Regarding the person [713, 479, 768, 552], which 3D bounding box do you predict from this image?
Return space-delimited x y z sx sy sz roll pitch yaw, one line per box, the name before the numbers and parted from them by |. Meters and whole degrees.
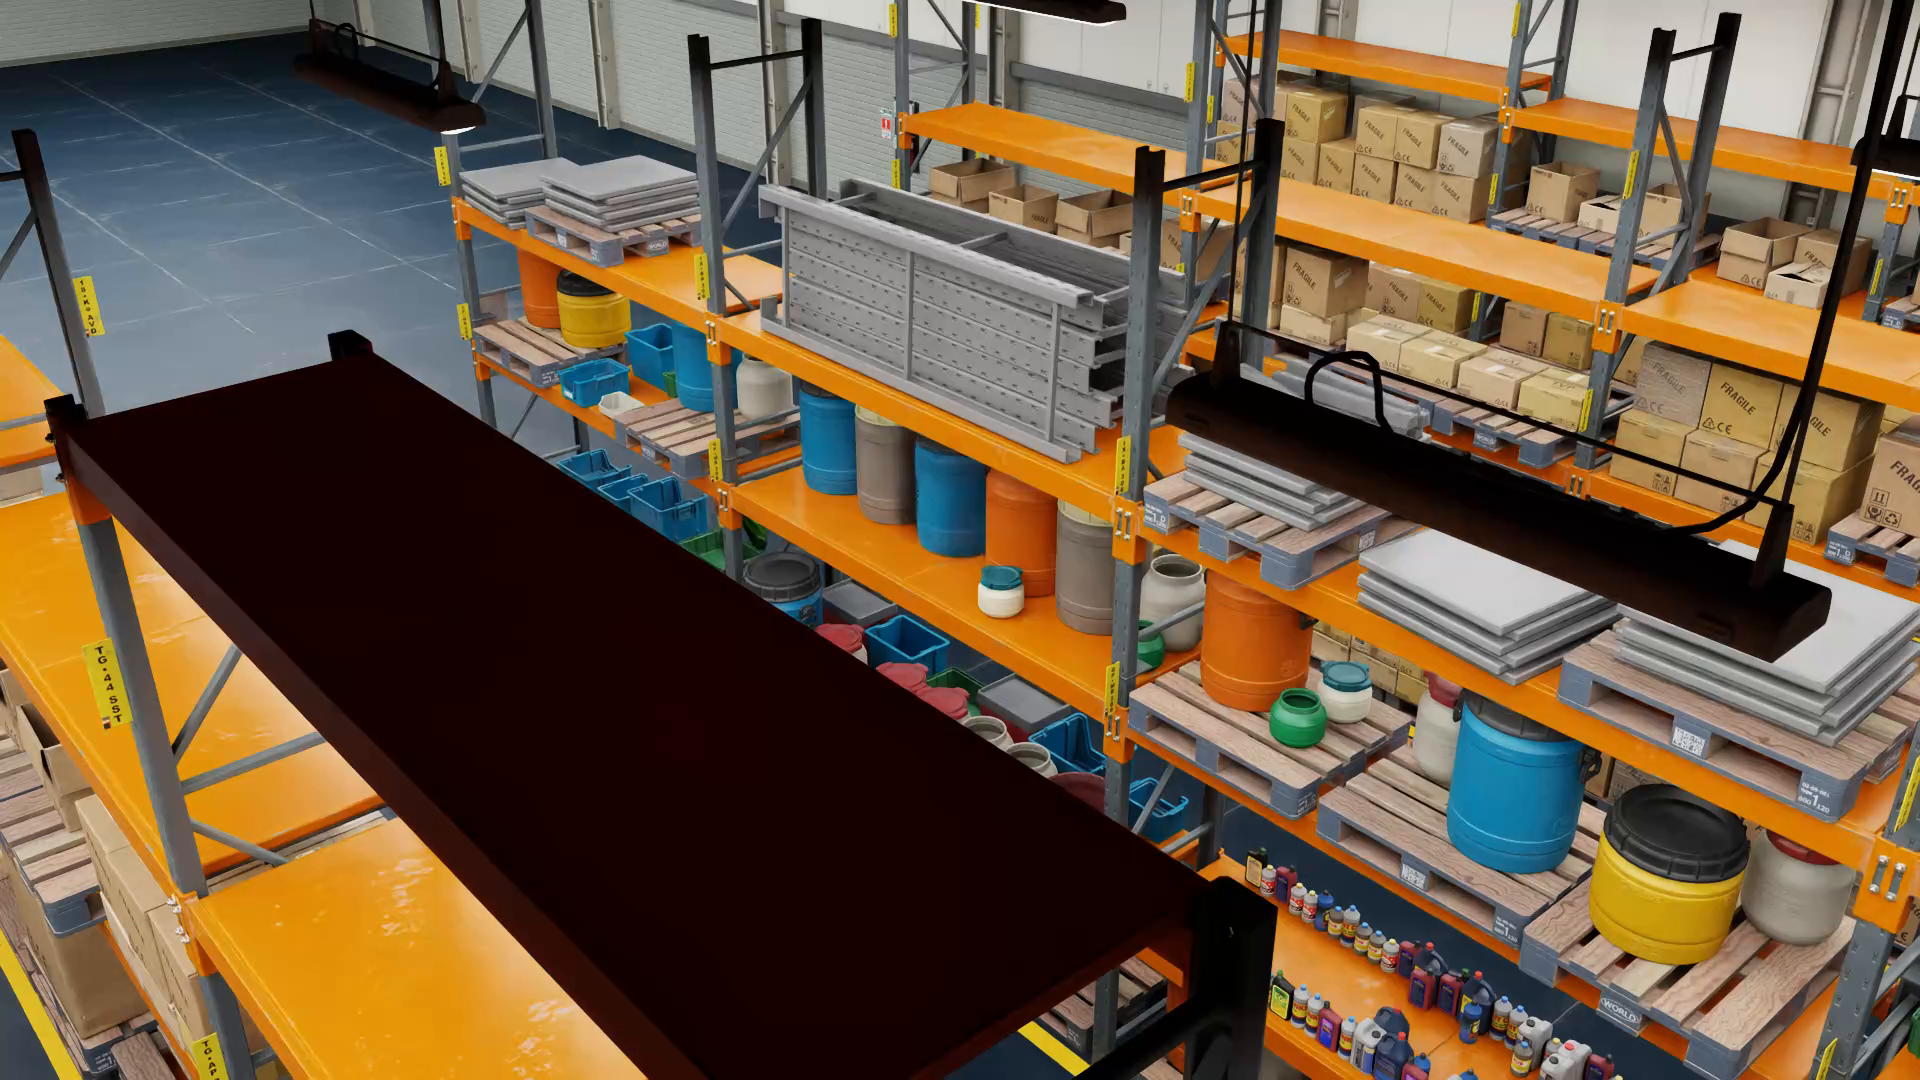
person | -2.194 -0.294 16.205 0.542 1.808 0.585 21 34 35
